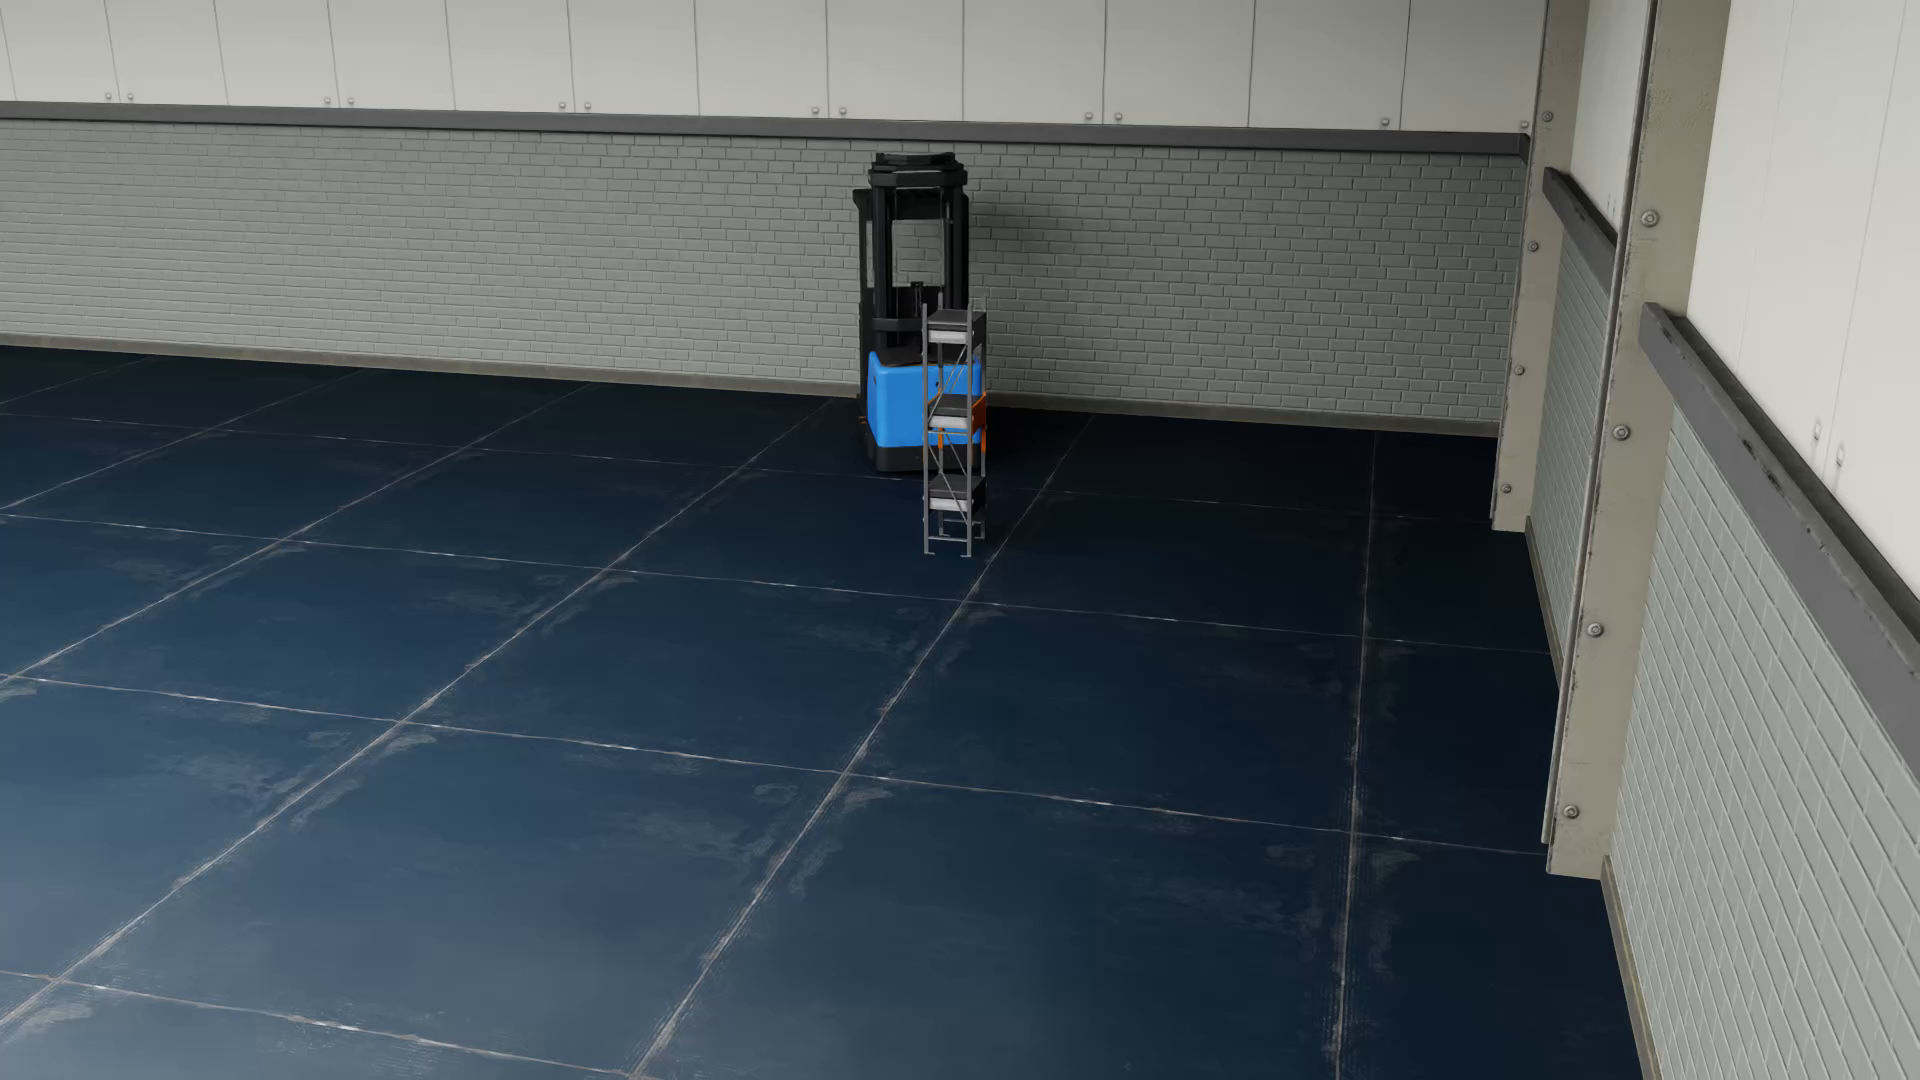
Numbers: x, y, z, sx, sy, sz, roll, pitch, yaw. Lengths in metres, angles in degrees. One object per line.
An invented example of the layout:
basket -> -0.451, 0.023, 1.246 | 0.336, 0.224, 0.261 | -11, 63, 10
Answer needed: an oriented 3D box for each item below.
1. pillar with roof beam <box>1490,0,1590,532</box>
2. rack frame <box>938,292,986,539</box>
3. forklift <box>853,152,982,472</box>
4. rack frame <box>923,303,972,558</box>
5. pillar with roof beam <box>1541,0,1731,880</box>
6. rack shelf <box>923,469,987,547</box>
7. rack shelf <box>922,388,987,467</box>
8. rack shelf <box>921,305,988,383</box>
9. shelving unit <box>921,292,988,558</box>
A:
pillar with roof beam -> 0.645, -4.737, 14.133 | 9.100, 9.000, 0.400 | 5, 19, 13
rack frame -> 0.019, -1.018, 13.920 | 0.400, 2.100, 0.015 | 5, 19, 13
forklift -> -0.492, -2.474, 16.895 | 1.130, 2.935, 3.031 | -3, 19, -8
rack frame -> -0.100, -0.865, 13.472 | 0.400, 2.100, 0.015 | 5, 19, 13
pillar with roof beam -> -0.821, -2.856, 8.627 | 9.100, 9.000, 0.400 | 5, 19, 13
rack shelf -> -0.040, -0.266, 13.927 | 0.431, 0.518, 0.480 | 5, 19, 13
rack shelf -> -0.040, -0.929, 13.701 | 0.431, 0.518, 0.480 | 5, 19, 13
rack shelf -> -0.040, -1.591, 13.474 | 0.431, 0.518, 0.480 | 5, 19, 13
shelving unit -> -0.040, -0.942, 13.696 | 0.431, 2.100, 0.503 | 5, 19, 13
